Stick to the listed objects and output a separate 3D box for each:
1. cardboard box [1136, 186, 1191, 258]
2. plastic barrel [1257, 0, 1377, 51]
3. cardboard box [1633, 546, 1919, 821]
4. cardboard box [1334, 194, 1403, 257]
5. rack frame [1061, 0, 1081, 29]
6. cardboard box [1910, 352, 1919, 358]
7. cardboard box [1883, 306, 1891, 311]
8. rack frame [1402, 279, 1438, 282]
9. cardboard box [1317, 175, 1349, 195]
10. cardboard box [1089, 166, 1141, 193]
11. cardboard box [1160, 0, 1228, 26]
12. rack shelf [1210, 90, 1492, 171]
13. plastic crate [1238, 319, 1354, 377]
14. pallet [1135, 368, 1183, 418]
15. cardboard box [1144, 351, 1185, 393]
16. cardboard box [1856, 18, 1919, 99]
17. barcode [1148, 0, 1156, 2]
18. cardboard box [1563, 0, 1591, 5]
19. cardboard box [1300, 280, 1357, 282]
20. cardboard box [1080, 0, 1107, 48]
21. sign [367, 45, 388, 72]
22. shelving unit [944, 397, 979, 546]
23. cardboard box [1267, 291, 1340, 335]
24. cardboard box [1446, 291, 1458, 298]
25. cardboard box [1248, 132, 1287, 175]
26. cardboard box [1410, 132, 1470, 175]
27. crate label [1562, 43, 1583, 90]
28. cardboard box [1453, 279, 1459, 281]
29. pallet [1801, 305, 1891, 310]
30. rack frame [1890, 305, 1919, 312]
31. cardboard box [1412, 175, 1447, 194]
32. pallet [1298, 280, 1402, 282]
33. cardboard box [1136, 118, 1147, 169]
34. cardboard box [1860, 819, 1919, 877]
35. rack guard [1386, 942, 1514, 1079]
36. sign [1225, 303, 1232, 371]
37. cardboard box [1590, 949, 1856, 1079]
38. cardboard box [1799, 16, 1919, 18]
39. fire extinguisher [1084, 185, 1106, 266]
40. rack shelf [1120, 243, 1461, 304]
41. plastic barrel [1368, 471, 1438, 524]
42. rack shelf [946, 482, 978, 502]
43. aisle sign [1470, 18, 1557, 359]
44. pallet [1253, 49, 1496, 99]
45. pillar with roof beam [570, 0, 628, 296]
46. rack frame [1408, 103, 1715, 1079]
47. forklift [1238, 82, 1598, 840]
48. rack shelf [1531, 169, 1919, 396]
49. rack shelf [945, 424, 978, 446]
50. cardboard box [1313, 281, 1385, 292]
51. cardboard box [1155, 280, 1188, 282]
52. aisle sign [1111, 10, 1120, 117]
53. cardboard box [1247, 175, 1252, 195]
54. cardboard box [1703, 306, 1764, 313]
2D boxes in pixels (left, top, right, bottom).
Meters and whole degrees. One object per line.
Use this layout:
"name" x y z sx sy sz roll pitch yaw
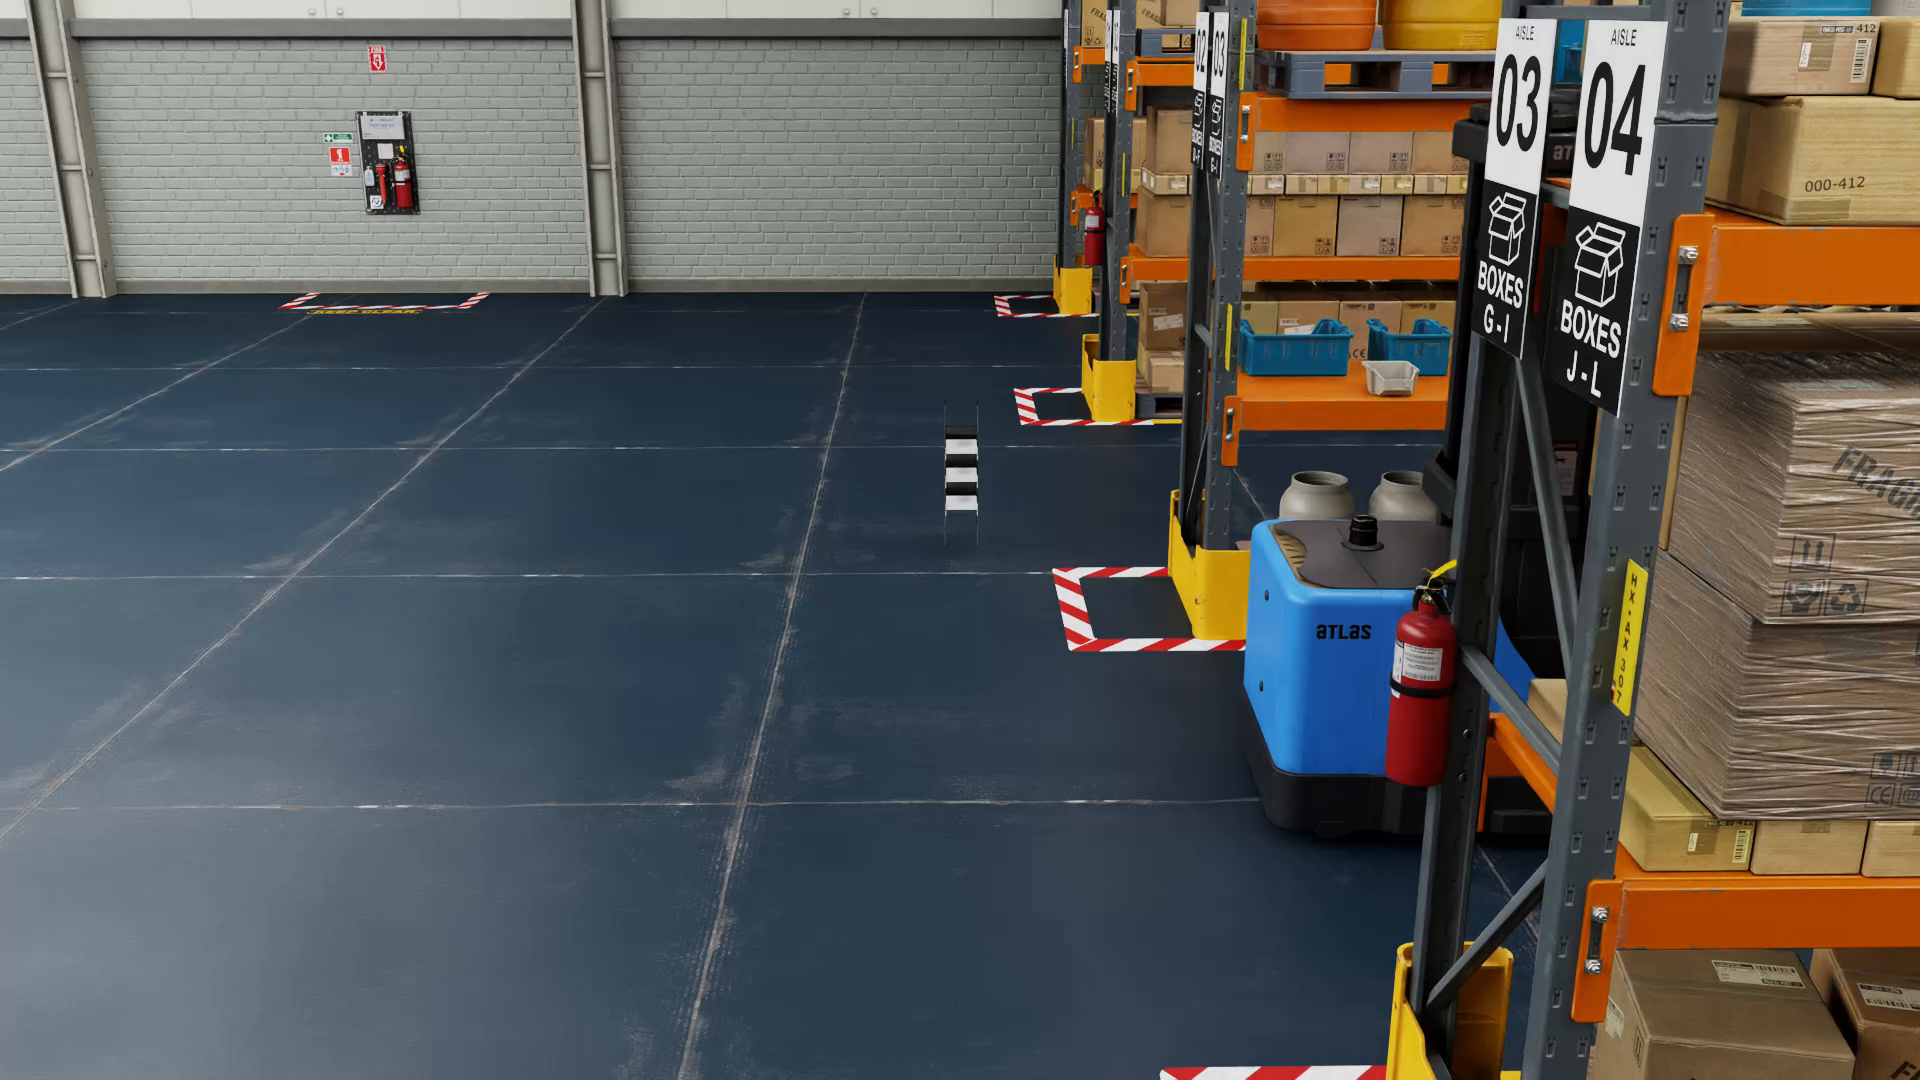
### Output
"cardboard box" 1.739 -2.616 13.627 0.500 0.500 0.700 0 18 -1
"plastic barrel" 1.831 -2.931 8.472 0.708 0.830 0.600 0 18 -1
"cardboard box" 1.975 0.272 4.138 0.500 0.500 0.875 0 18 -1
"cardboard box" 3.287 -2.624 13.653 0.500 0.500 0.700 0 18 1
"rack frame" 1.190 -6.939 17.448 0.127 3.000 1.000 0 18 -1
"cardboard box" 2.479 -0.129 3.752 0.500 0.500 0.500 0 18 -1
"cardboard box" 8.218 -1.848 14.294 0.500 0.311 0.500 -1 18 -2
"rack frame" 5.190 -4.102 18.424 0.127 3.000 1.000 0 18 -1
"cardboard box" 2.956 -2.869 13.356 0.250 0.149 0.380 -1 18 -2
"cardboard box" 1.683 -3.926 18.089 0.500 0.250 0.500 -1 18 -2
"cardboard box" 1.847 -4.315 13.093 0.637 0.503 0.797 1 18 3
"rack shelf" 3.346 -2.152 8.614 4.000 0.370 1.077 0 18 -1
"plastic crate" 1.842 -1.080 9.247 0.616 0.251 0.499 0 18 -1
"pallet" 2.036 -1.259 14.125 1.213 0.211 1.003 0 18 -1
"cardboard box" 1.812 -1.395 13.800 0.500 0.250 0.500 0 18 -1
"cardboard box" 1.965 -0.993 3.416 0.250 0.149 0.380 0 18 0
"barcode" 1.566 -4.423 13.565 0.075 0.075 0.001 0 18 -1
"cardboard box" 4.764 -4.410 13.393 0.500 0.500 0.500 1 18 4
"cardboard box" 4.153 -3.104 18.685 0.500 0.500 0.500 -2 18 -5
"cardboard box" 1.529 -5.493 17.655 0.500 0.500 0.500 0 18 1
"sign" -6.604 -5.455 18.848 0.199 0.298 0.001 0 18 -1
"shelving unit" 0.008 -0.429 10.410 0.210 0.900 0.258 0 18 -1
"cardboard box" 2.812 -1.762 13.715 0.500 0.500 0.500 0 18 -1
"cardboard box" 4.311 -1.769 13.738 0.500 0.500 0.500 0 18 -1
"cardboard box" 2.318 -3.238 13.443 0.500 0.500 0.700 -1 18 -2
"cardboard box" 3.822 -3.245 13.466 0.500 0.500 0.700 0 18 -1
"crate label" 3.223 -2.323 8.210 0.408 0.251 0.502 0 18 -1
"cardboard box" 5.926 -3.130 18.766 0.500 0.500 0.700 0 18 1
"pallet" 9.979 -2.774 18.851 1.213 0.211 1.003 0 18 -1
"rack frame" 5.346 -1.076 8.992 0.127 3.000 1.000 0 18 -1
"cardboard box" 3.734 -2.873 13.368 0.250 0.149 0.380 0 18 1
"pallet" 4.519 -2.760 18.807 1.213 0.211 1.003 0 18 -1
"cardboard box" 2.167 -4.288 17.988 0.500 0.500 0.500 0 18 -1
"cardboard box" 2.214 0.655 4.007 0.250 0.149 0.380 0 18 -1
"rack guard" 1.501 1.646 4.599 0.348 0.500 1.175 0 18 -1
"sign" 1.351 -1.021 8.366 0.005 0.325 0.100 0 18 -1
"cardboard box" 2.050 1.448 4.527 0.500 0.500 0.500 3 18 9
"cardboard box" 2.232 -1.188 4.022 0.250 0.149 0.380 -1 18 -3
"fire extinguisher" 1.147 -2.674 14.100 0.183 0.674 0.296 0 18 -1
"rack shelf" 3.272 -2.237 13.788 4.000 0.370 1.077 0 18 -1
"plastic barrel" 2.505 -0.101 9.338 0.421 0.512 0.421 0 18 0
"rack shelf" 0.008 -0.311 10.448 0.200 0.077 0.258 0 18 -1
"aisle sign" 1.358 -0.873 4.104 0.004 0.787 0.394 0 18 -1
"pallet" 2.175 -2.369 8.422 1.213 0.211 1.003 0 18 -1
"pillar with roof beam" -4.055 -5.863 14.093 0.400 9.000 9.100 0 18 -1
"rack frame" 1.425 0.456 4.216 0.127 3.000 1.000 0 18 -1
"forklift" 2.776 -0.316 6.734 3.031 2.935 1.130 0 18 1
"rack shelf" 3.425 -0.640 3.898 4.000 0.370 1.077 0 18 -1
"rack shelf" 0.008 -0.654 10.338 0.200 0.077 0.258 0 18 -1
"cardboard box" 3.303 -1.922 14.216 0.500 0.500 0.500 0 18 -1
"cardboard box" 2.454 -2.991 18.641 0.500 0.311 0.500 1 18 4
"aisle sign" 1.211 -3.714 12.958 0.004 0.787 0.394 0 18 -1
"cardboard box" 2.181 -2.865 13.343 0.250 0.149 0.380 0 18 -1
"cardboard box" 6.691 -1.842 14.276 0.500 0.311 0.500 0 18 -1
